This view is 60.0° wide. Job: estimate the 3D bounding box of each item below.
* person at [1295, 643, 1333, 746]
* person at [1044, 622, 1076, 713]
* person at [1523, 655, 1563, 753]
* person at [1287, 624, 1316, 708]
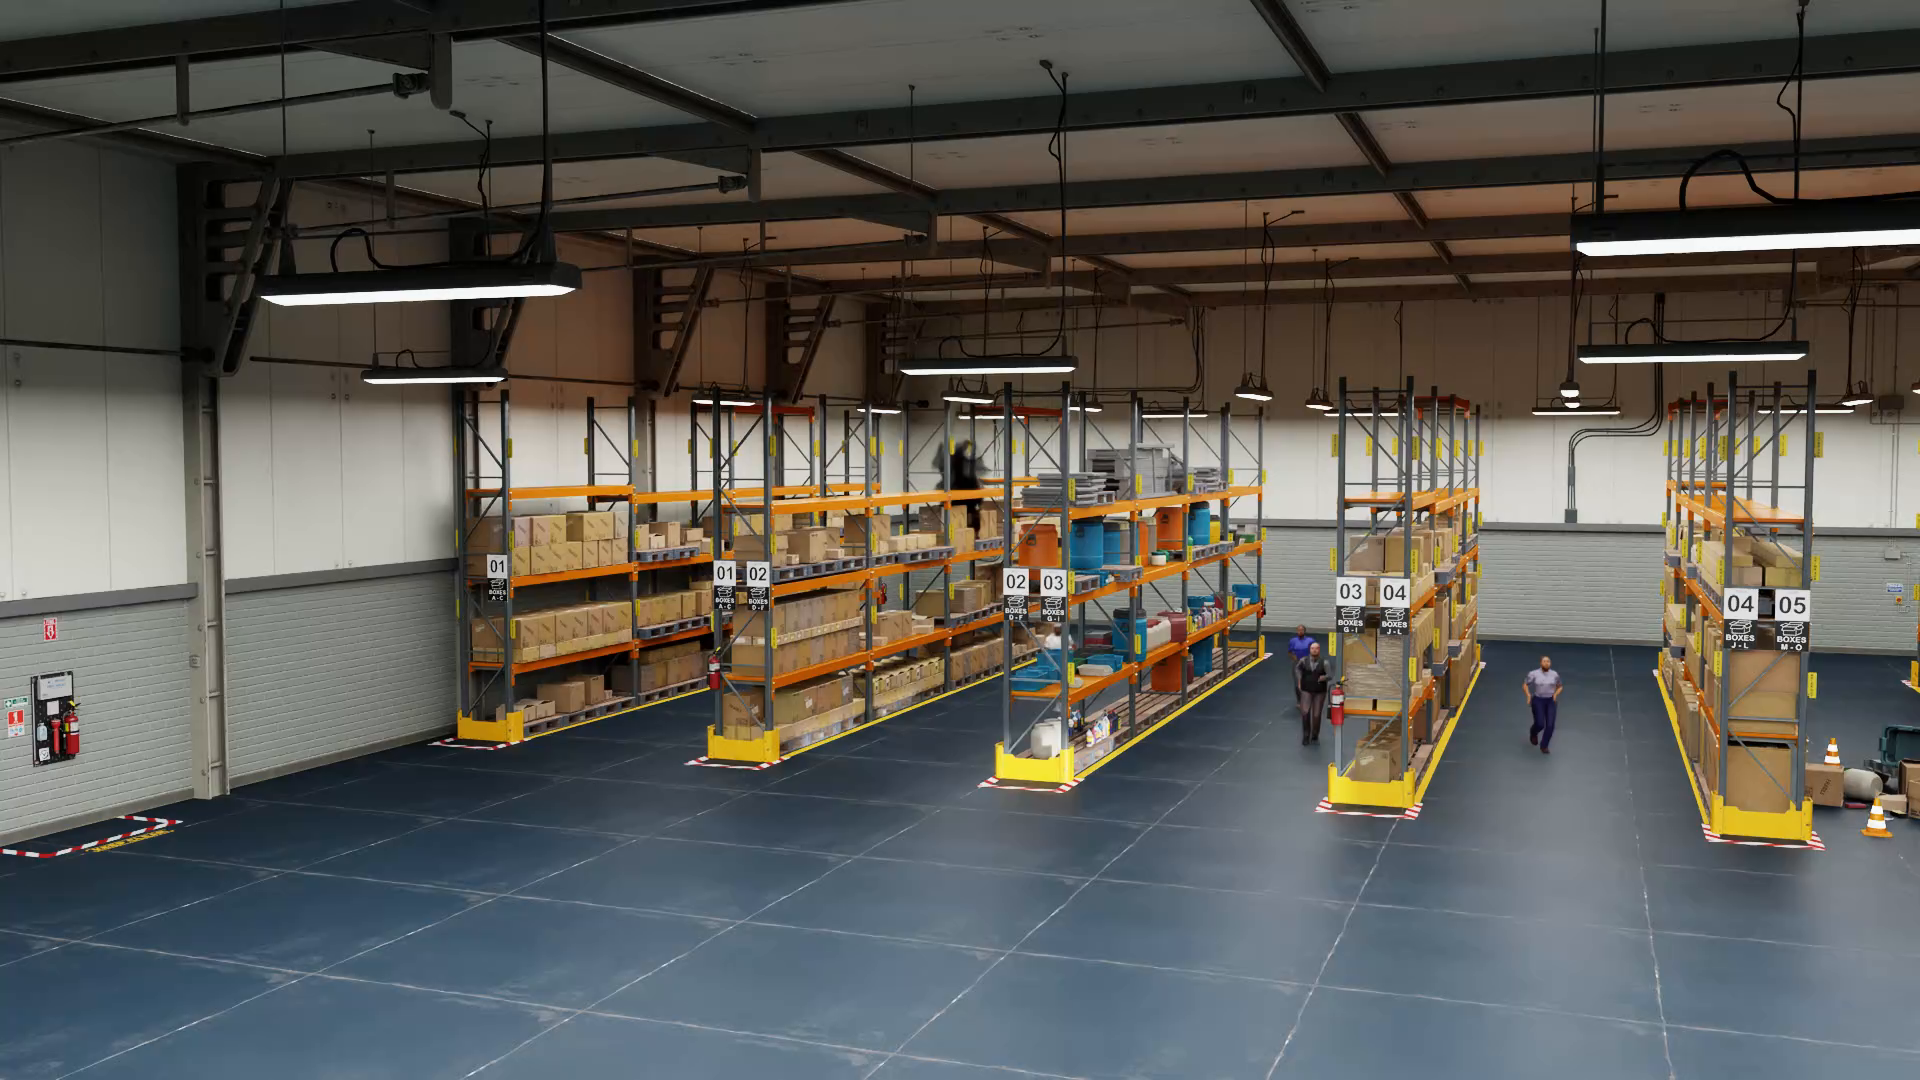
[{"bbox_3d":[5.964,2.609,28.055,0.635,1.762,0.751,1,3,13],"label":"person"},{"bbox_3d":[1.883,2.386,31.858,0.558,1.720,0.879,1,3,21],"label":"person"},{"bbox_3d":[9.603,2.702,27.341,0.610,1.605,0.546,0,3,7],"label":"person"},{"bbox_3d":[6.523,2.452,31.674,0.590,1.695,0.695,1,3,18],"label":"person"}]
